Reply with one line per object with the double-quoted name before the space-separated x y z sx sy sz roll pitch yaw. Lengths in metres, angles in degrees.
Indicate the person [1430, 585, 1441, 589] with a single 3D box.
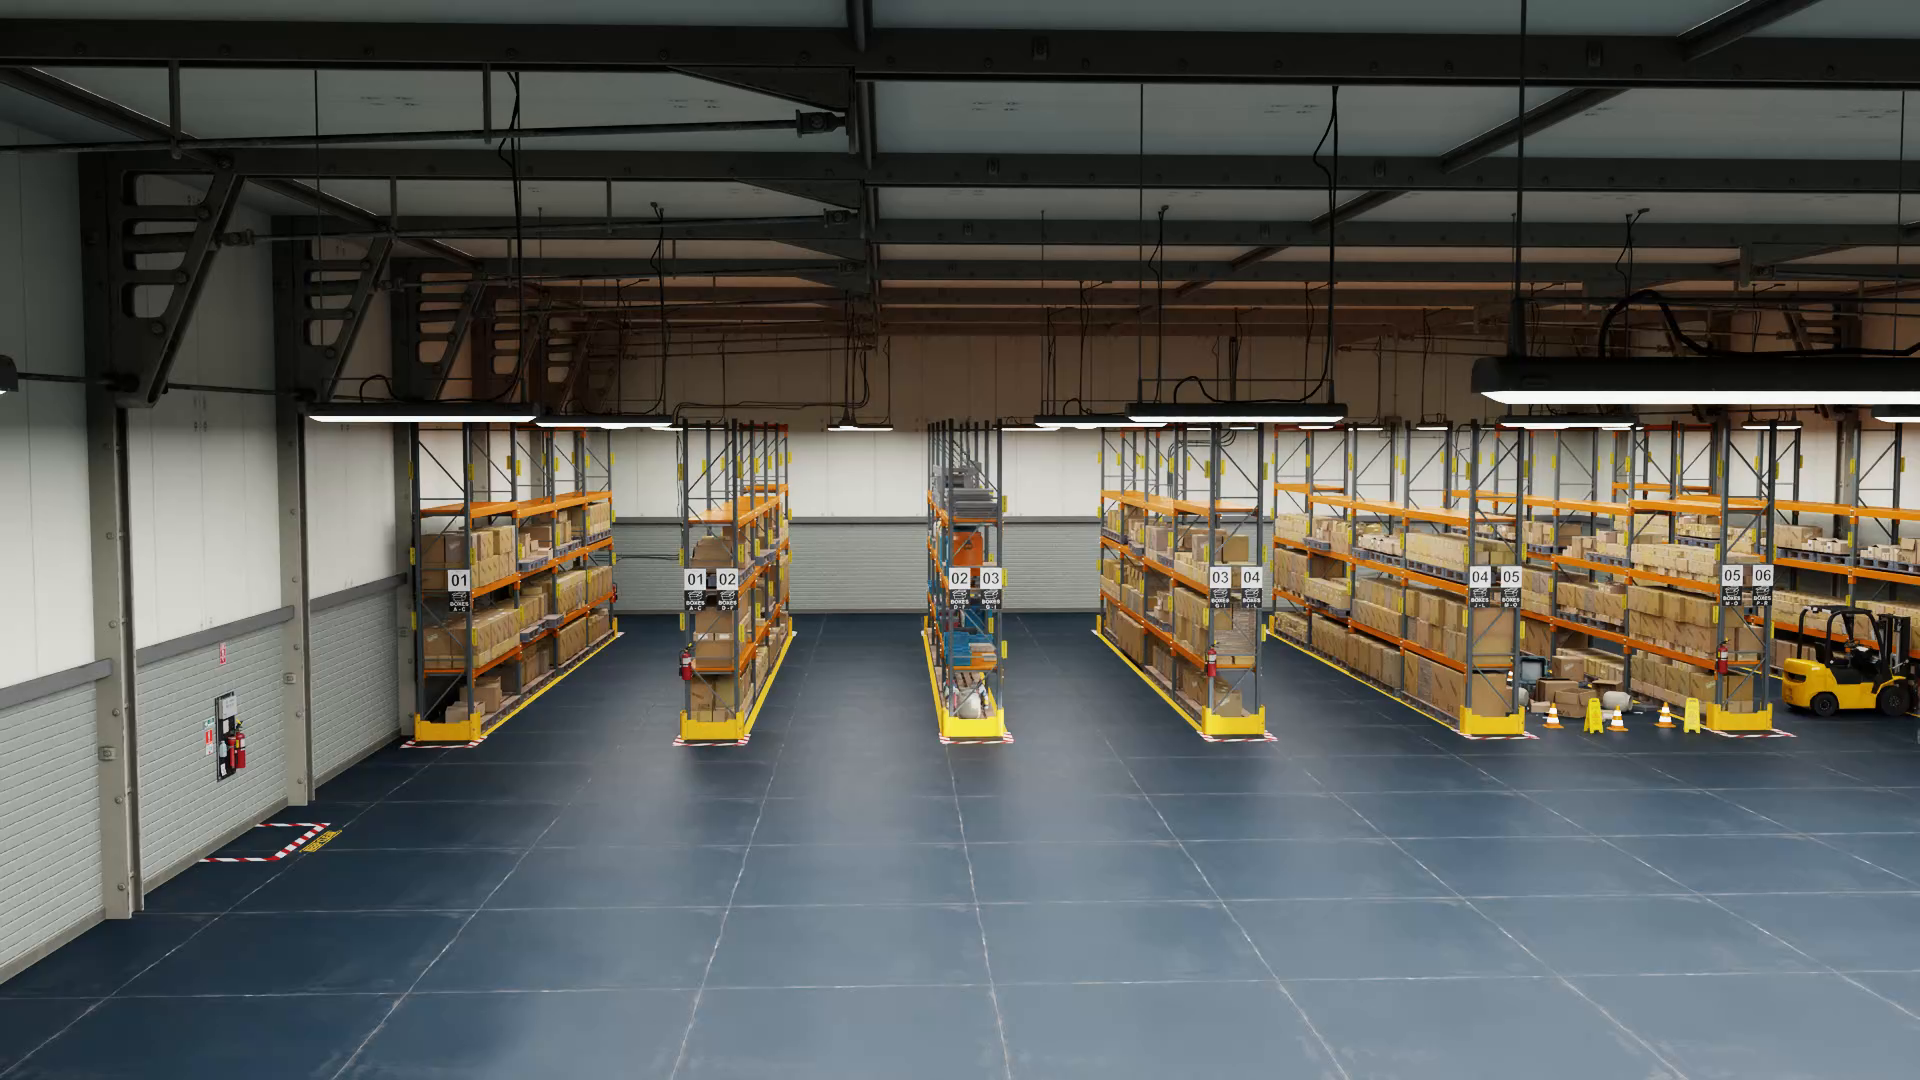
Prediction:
"person" 14.142 1.702 49.393 0.777 1.755 0.695 1 4 21
